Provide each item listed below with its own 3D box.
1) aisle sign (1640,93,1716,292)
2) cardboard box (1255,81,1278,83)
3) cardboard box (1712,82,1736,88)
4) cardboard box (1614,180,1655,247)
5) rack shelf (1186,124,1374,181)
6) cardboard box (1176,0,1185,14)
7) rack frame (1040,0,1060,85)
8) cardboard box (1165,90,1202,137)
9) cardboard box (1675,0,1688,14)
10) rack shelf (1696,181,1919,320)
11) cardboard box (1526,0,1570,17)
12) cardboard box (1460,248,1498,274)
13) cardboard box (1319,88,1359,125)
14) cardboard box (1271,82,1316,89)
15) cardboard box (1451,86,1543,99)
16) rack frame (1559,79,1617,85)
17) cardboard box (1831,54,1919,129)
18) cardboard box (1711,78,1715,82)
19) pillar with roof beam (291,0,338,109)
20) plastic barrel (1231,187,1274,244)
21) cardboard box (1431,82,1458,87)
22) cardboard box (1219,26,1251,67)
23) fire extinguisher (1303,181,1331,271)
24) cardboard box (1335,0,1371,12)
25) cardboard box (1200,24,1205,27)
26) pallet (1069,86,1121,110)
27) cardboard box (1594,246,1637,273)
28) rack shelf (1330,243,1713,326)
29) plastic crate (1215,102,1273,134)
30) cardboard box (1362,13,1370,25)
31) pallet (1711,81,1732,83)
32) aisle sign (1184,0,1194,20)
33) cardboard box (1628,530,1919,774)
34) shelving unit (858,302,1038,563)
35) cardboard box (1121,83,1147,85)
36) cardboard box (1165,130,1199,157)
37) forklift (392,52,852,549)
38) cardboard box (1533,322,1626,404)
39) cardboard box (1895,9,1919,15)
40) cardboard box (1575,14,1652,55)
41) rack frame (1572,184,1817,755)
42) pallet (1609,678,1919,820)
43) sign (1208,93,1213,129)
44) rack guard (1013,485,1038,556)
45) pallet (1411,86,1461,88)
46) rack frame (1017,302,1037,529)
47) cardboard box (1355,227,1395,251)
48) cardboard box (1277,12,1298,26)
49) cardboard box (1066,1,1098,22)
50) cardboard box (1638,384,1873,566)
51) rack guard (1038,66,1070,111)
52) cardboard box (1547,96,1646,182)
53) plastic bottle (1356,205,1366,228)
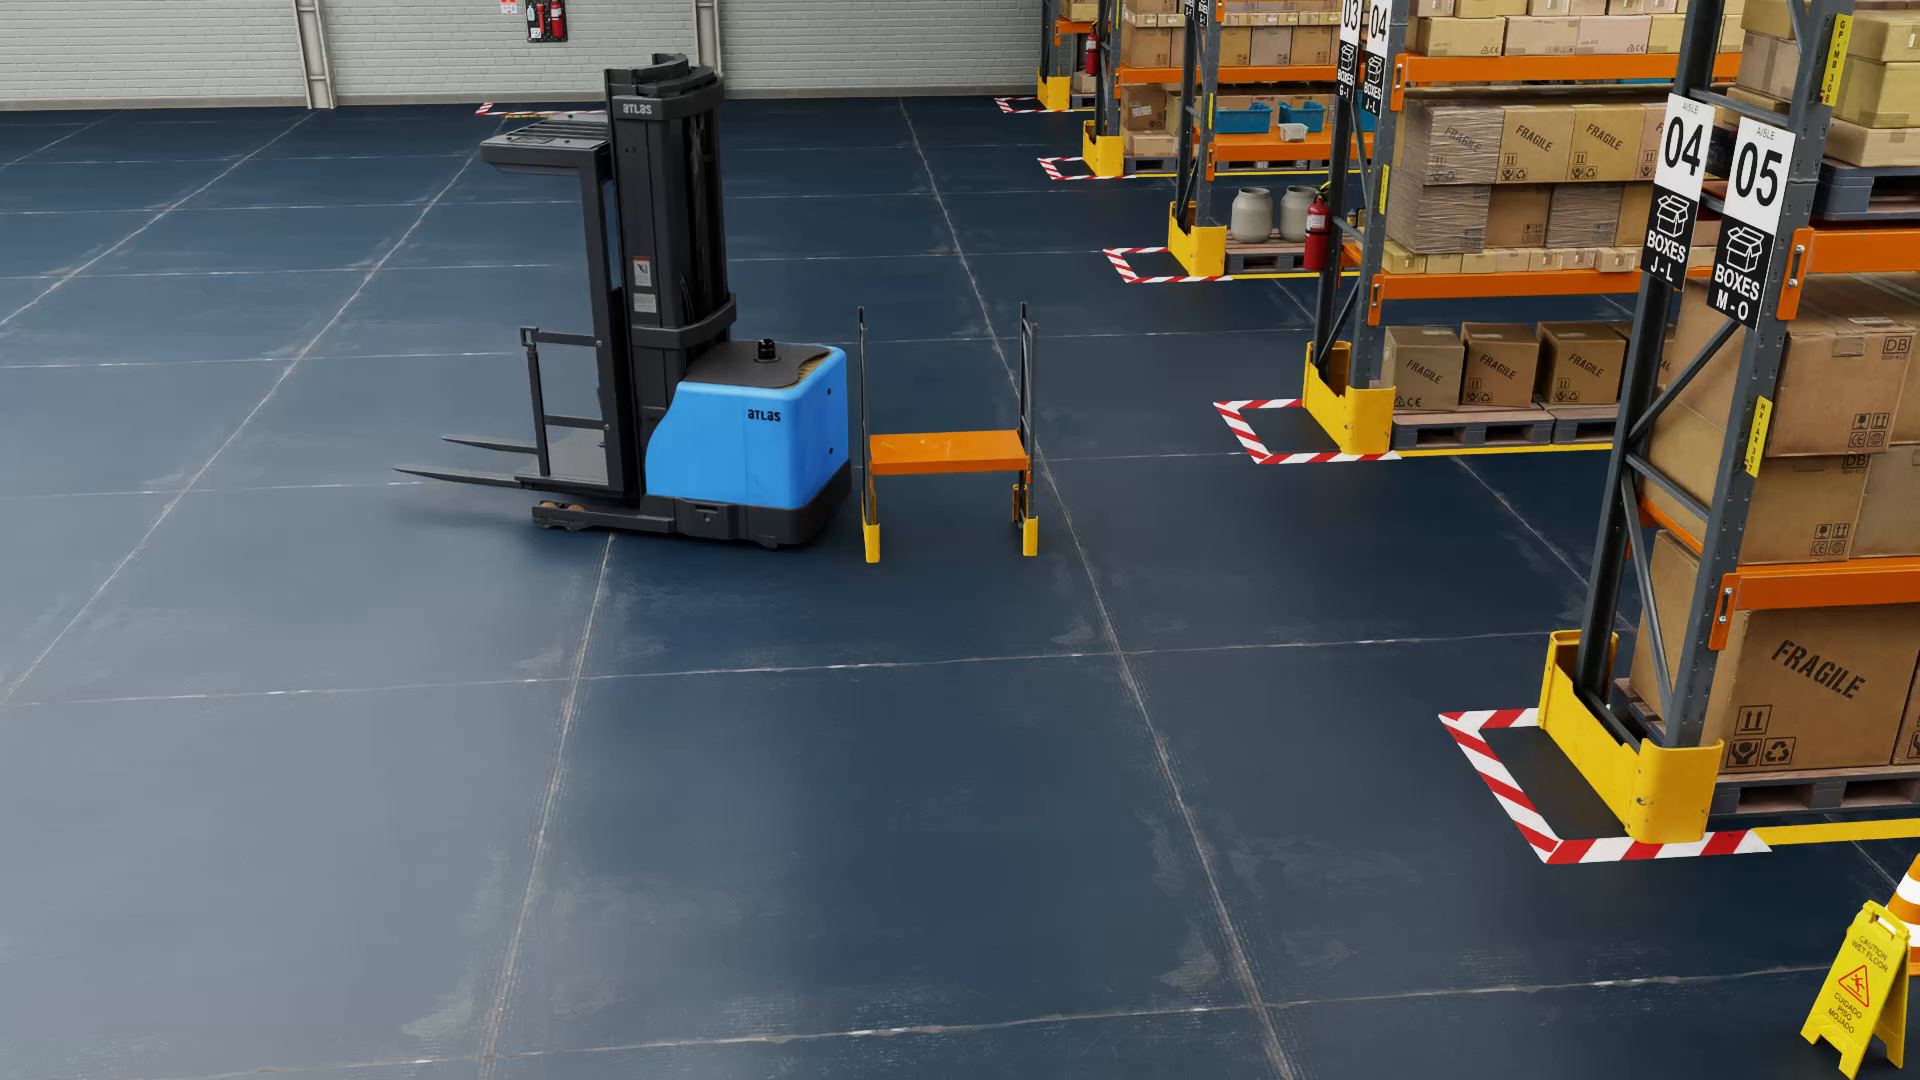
[{"bbox_3d":[3.138,-1.525,7.287,0.004,0.787,0.394,-2,24,-5],"label":"aisle sign"},{"bbox_3d":[4.842,-7.266,26.351,0.250,0.166,0.380,-5,25,-12],"label":"cardboard box"},{"bbox_3d":[5.862,-3.090,12.288,0.500,0.500,0.500,-2,24,-5],"label":"cardboard box"},{"bbox_3d":[4.888,-2.506,12.206,0.500,0.500,0.875,-2,24,-5],"label":"cardboard box"},{"bbox_3d":[4.355,-3.980,16.898,4.000,0.370,1.077,-2,24,-5],"label":"rack shelf"},{"bbox_3d":[2.923,-6.909,20.880,0.500,0.500,0.700,-3,24,-7],"label":"cardboard box"},{"bbox_3d":[1.391,-8.234,25.581,0.127,3.000,1.000,-2,24,-5],"label":"rack frame"},{"bbox_3d":[2.934,-5.462,21.290,0.500,0.500,0.500,-2,24,-5],"label":"cardboard box"},{"bbox_3d":[4.949,-3.712,11.409,0.250,0.149,0.380,-3,24,-7],"label":"cardboard box"},{"bbox_3d":[5.229,-1.340,7.265,4.000,0.370,1.077,-2,24,-5],"label":"rack shelf"},{"bbox_3d":[3.933,-3.642,11.252,0.250,0.149,0.380,-1,24,-3],"label":"cardboard box"},{"bbox_3d":[3.659,-2.034,11.942,0.250,0.149,0.380,-2,24,-5],"label":"cardboard box"},{"bbox_3d":[4.923,-5.547,21.482,0.500,0.500,0.500,-2,24,-5],"label":"cardboard box"},{"bbox_3d":[4.375,-5.737,21.910,0.500,0.500,0.500,-2,24,-5],"label":"cardboard box"},{"bbox_3d":[3.871,-3.010,12.109,0.500,0.500,0.500,-2,24,-5],"label":"cardboard box"},{"bbox_3d":[6.345,-4.389,16.931,0.127,3.000,1.000,-2,24,-5],"label":"rack frame"},{"bbox_3d":[3.744,-1.810,6.614,0.500,0.250,0.500,-2,24,-5],"label":"cardboard box"},{"bbox_3d":[11.814,-7.807,26.751,0.750,0.750,0.750,-2,24,-4],"label":"cardboard box"},{"bbox_3d":[-9.516,-9.134,20.220,0.400,9.000,9.100,-2,24,-5],"label":"pillar with roof beam"},{"bbox_3d":[3.012,-3.342,17.121,0.421,0.512,0.421,0,24,0],"label":"plastic barrel"},{"bbox_3d":[7.625,-7.557,26.595,0.500,0.500,0.700,-2,24,-5],"label":"cardboard box"},{"bbox_3d":[3.364,-6.331,21.178,0.500,0.500,0.700,-2,24,-5],"label":"cardboard box"},{"bbox_3d":[2.692,-2.374,12.493,0.183,0.674,0.296,-2,24,-5],"label":"fire extinguisher"},{"bbox_3d":[4.918,-6.989,21.060,0.500,0.500,0.700,-2,24,-5],"label":"cardboard box"},{"bbox_3d":[3.055,-6.533,20.832,0.250,0.149,0.380,-3,24,-6],"label":"cardboard box"},{"bbox_3d":[2.278,-6.981,26.195,1.213,0.211,1.003,-2,24,-5],"label":"pallet"},{"bbox_3d":[4.661,-2.048,11.974,0.250,0.149,0.380,-2,24,-5],"label":"cardboard box"},{"bbox_3d":[4.842,-1.978,12.394,4.000,0.370,1.077,-2,24,-5],"label":"rack shelf"},{"bbox_3d":[2.833,-4.302,16.919,0.616,0.251,0.499,-2,24,-5],"label":"plastic crate"},{"bbox_3d":[5.106,-6.615,21.019,0.250,0.149,0.380,-3,24,-7],"label":"cardboard box"},{"bbox_3d":[12.572,-7.377,27.088,1.213,0.211,1.003,-2,24,-5],"label":"pallet"},{"bbox_3d":[2.264,-5.534,16.308,0.004,0.787,0.394,-2,24,-5],"label":"aisle sign"},{"bbox_3d":[3.907,0.507,8.016,0.875,0.875,0.875,-2,24,-5],"label":"cardboard box"},{"bbox_3d":[-0.076,-0.682,10.439,1.083,1.500,0.587,-2,24,-5],"label":"shelving unit"},{"bbox_3d":[2.656,-7.220,26.070,0.500,0.311,0.500,0,24,-1],"label":"cardboard box"},{"bbox_3d":[2.934,-5.120,21.444,0.500,0.250,0.500,-2,24,-5],"label":"cardboard box"},{"bbox_3d":[-2.312,-1.597,10.735,3.031,2.935,1.130,6,25,13],"label":"forklift"},{"bbox_3d":[4.691,-1.350,12.655,0.500,0.500,0.500,0,24,0],"label":"cardboard box"},{"bbox_3d":[3.851,-1.971,6.485,0.250,0.149,0.380,-2,24,-5],"label":"cardboard box"},{"bbox_3d":[4.362,-3.486,11.390,0.500,0.250,0.500,-2,24,-5],"label":"cardboard box"},{"bbox_3d":[3.238,-0.218,7.548,0.127,3.000,1.000,-2,24,-5],"label":"rack frame"},{"bbox_3d":[4.026,0.992,8.258,1.213,0.211,1.003,-2,24,-5],"label":"pallet"},{"bbox_3d":[2.414,-4.133,16.015,0.005,0.325,0.100,-2,24,-5],"label":"sign"},{"bbox_3d":[0.420,-0.131,10.737,0.087,0.250,0.587,-2,24,-5],"label":"rack guard"},{"bbox_3d":[7.363,-7.201,26.691,1.213,0.211,1.003,-2,24,-5],"label":"pallet"},{"bbox_3d":[0.421,-0.702,10.483,0.032,1.500,0.500,-2,24,-5],"label":"rack frame"},{"bbox_3d":[3.115,-2.207,12.332,0.250,0.149,0.380,-2,24,-5],"label":"cardboard box"},{"bbox_3d":[4.085,-6.574,20.926,0.250,0.149,0.380,-2,24,-3],"label":"cardboard box"},{"bbox_3d":[1.908,-8.065,25.363,0.500,0.250,0.500,-3,24,-7],"label":"cardboard box"},{"bbox_3d":[3.603,-0.320,7.593,0.550,0.550,0.875,-2,24,-5],"label":"cardboard box"},{"bbox_3d":[1.466,-7.095,26.096,0.348,0.500,1.175,-2,24,-5],"label":"rack guard"},{"bbox_3d":[4.421,-2.815,11.671,0.500,0.500,0.500,-2,24,-5],"label":"cardboard box"},{"bbox_3d":[4.264,-3.452,17.625,0.133,0.283,0.061,-2,24,-4],"label":"plastic bottle"}]
